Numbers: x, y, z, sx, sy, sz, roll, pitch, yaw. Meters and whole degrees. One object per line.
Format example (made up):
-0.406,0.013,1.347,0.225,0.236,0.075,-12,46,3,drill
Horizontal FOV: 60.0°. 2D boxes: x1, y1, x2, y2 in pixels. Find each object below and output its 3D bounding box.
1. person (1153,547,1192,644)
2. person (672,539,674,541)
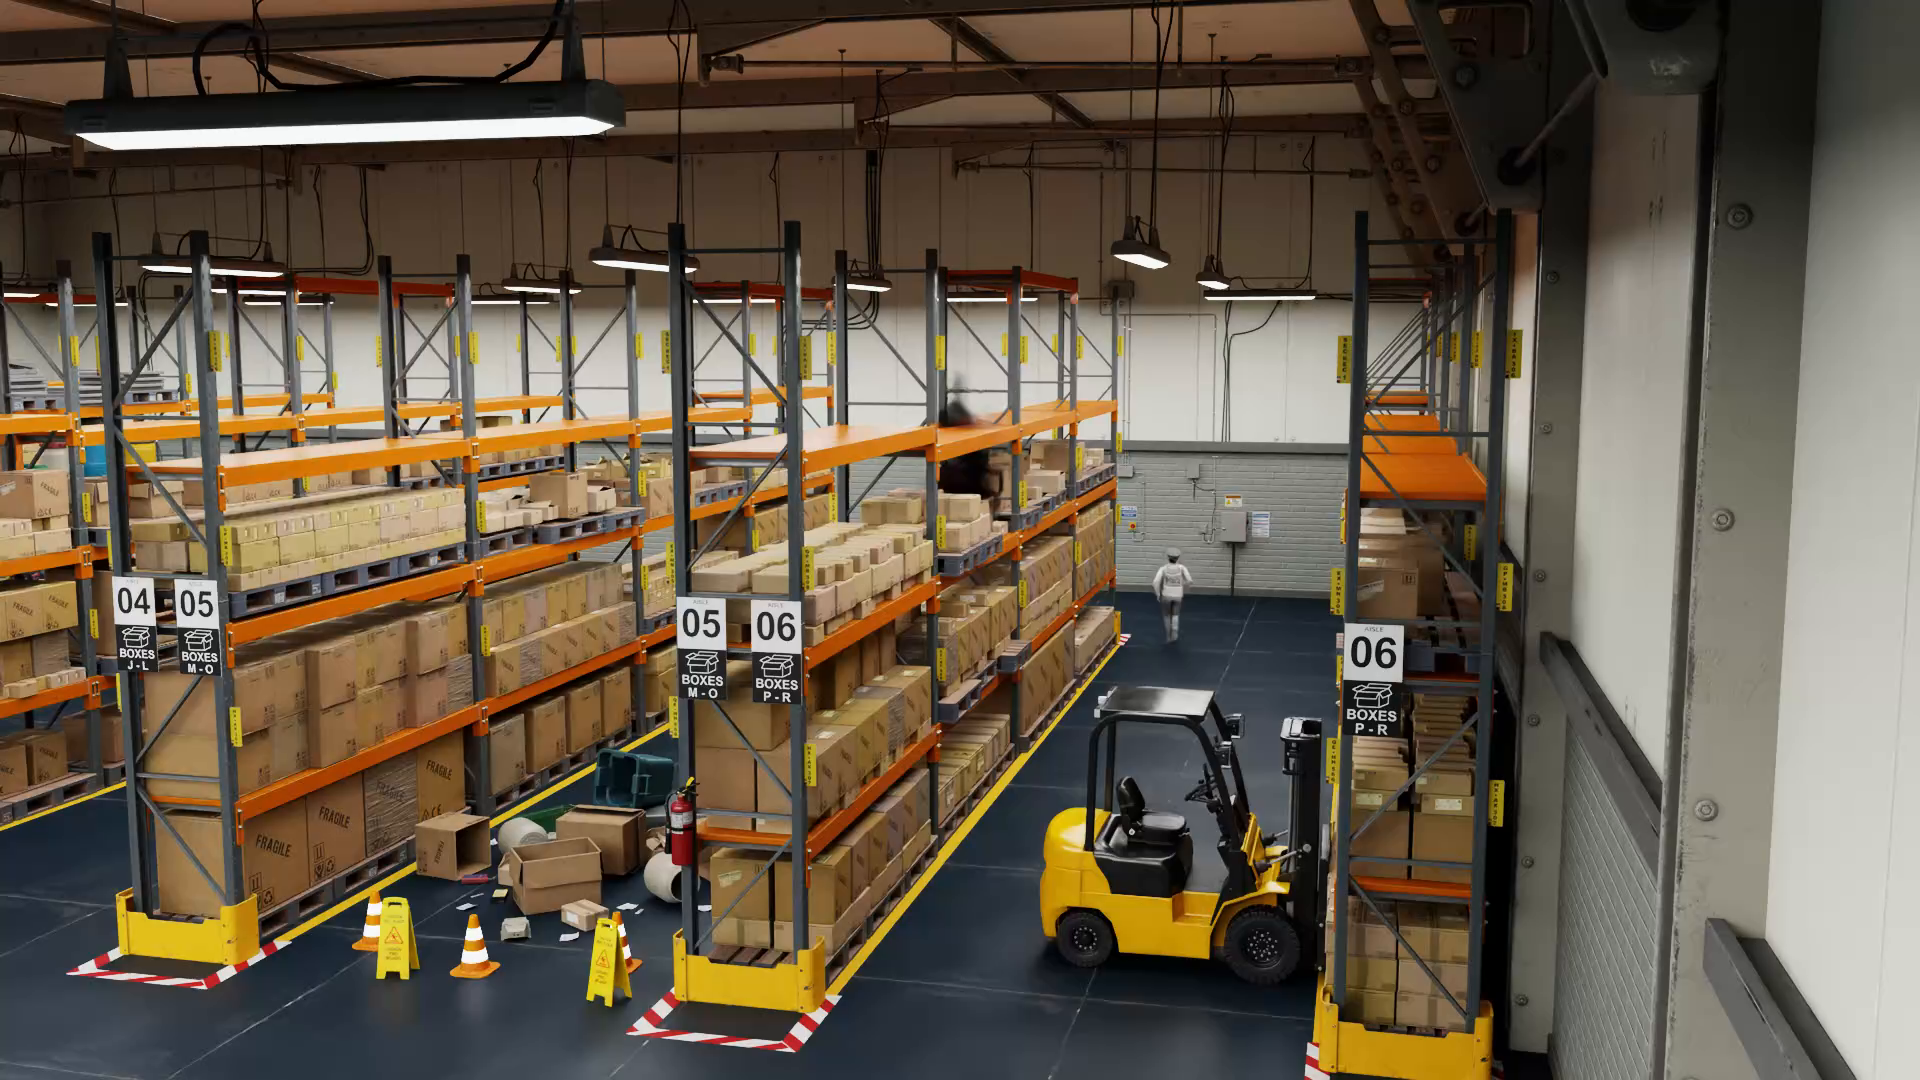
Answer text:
3.556,0.967,27.861,0.657,1.674,0.624,0,7,1,person
-4.796,0.826,28.488,0.692,1.843,0.647,3,8,22,person
